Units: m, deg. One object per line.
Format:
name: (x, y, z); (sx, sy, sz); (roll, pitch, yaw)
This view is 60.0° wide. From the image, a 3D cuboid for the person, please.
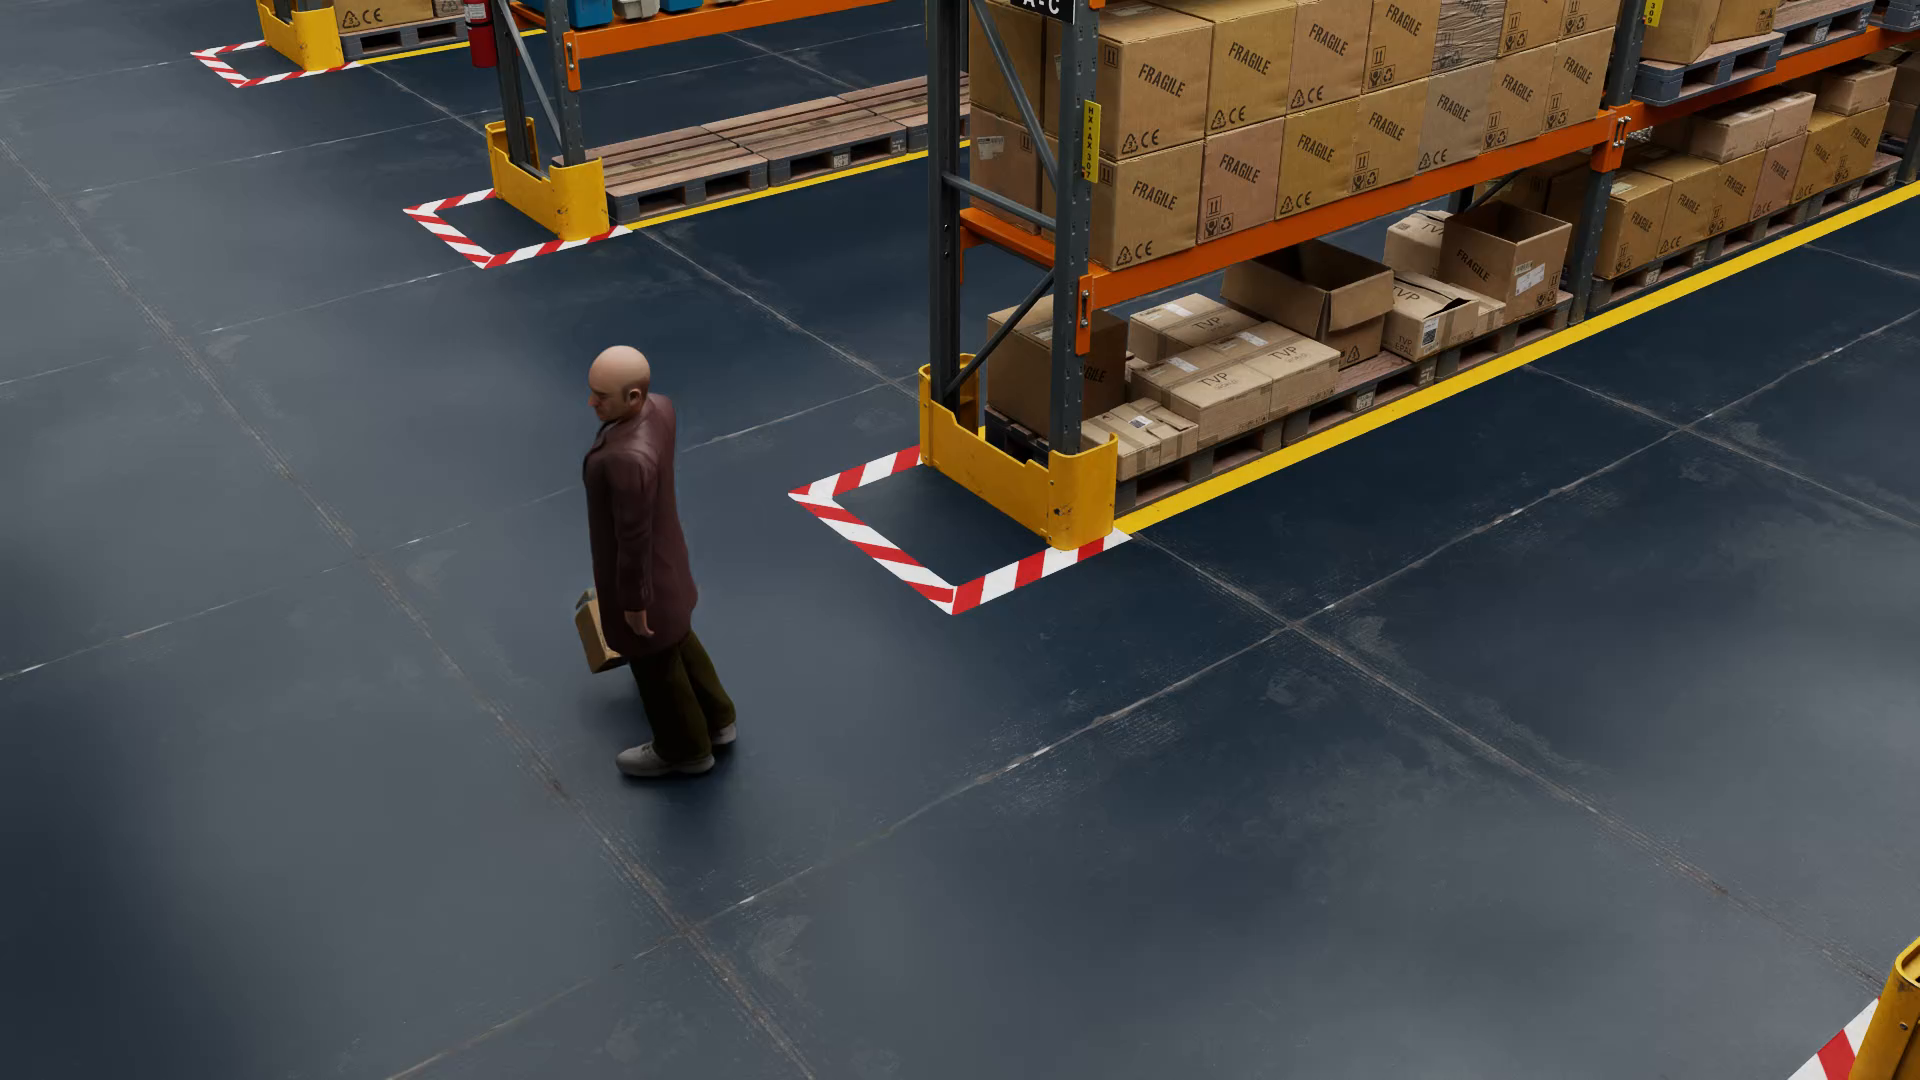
person: (-1.103, 0.076, 5.994); (0.459, 1.777, 0.730); (3, 32, 5)
